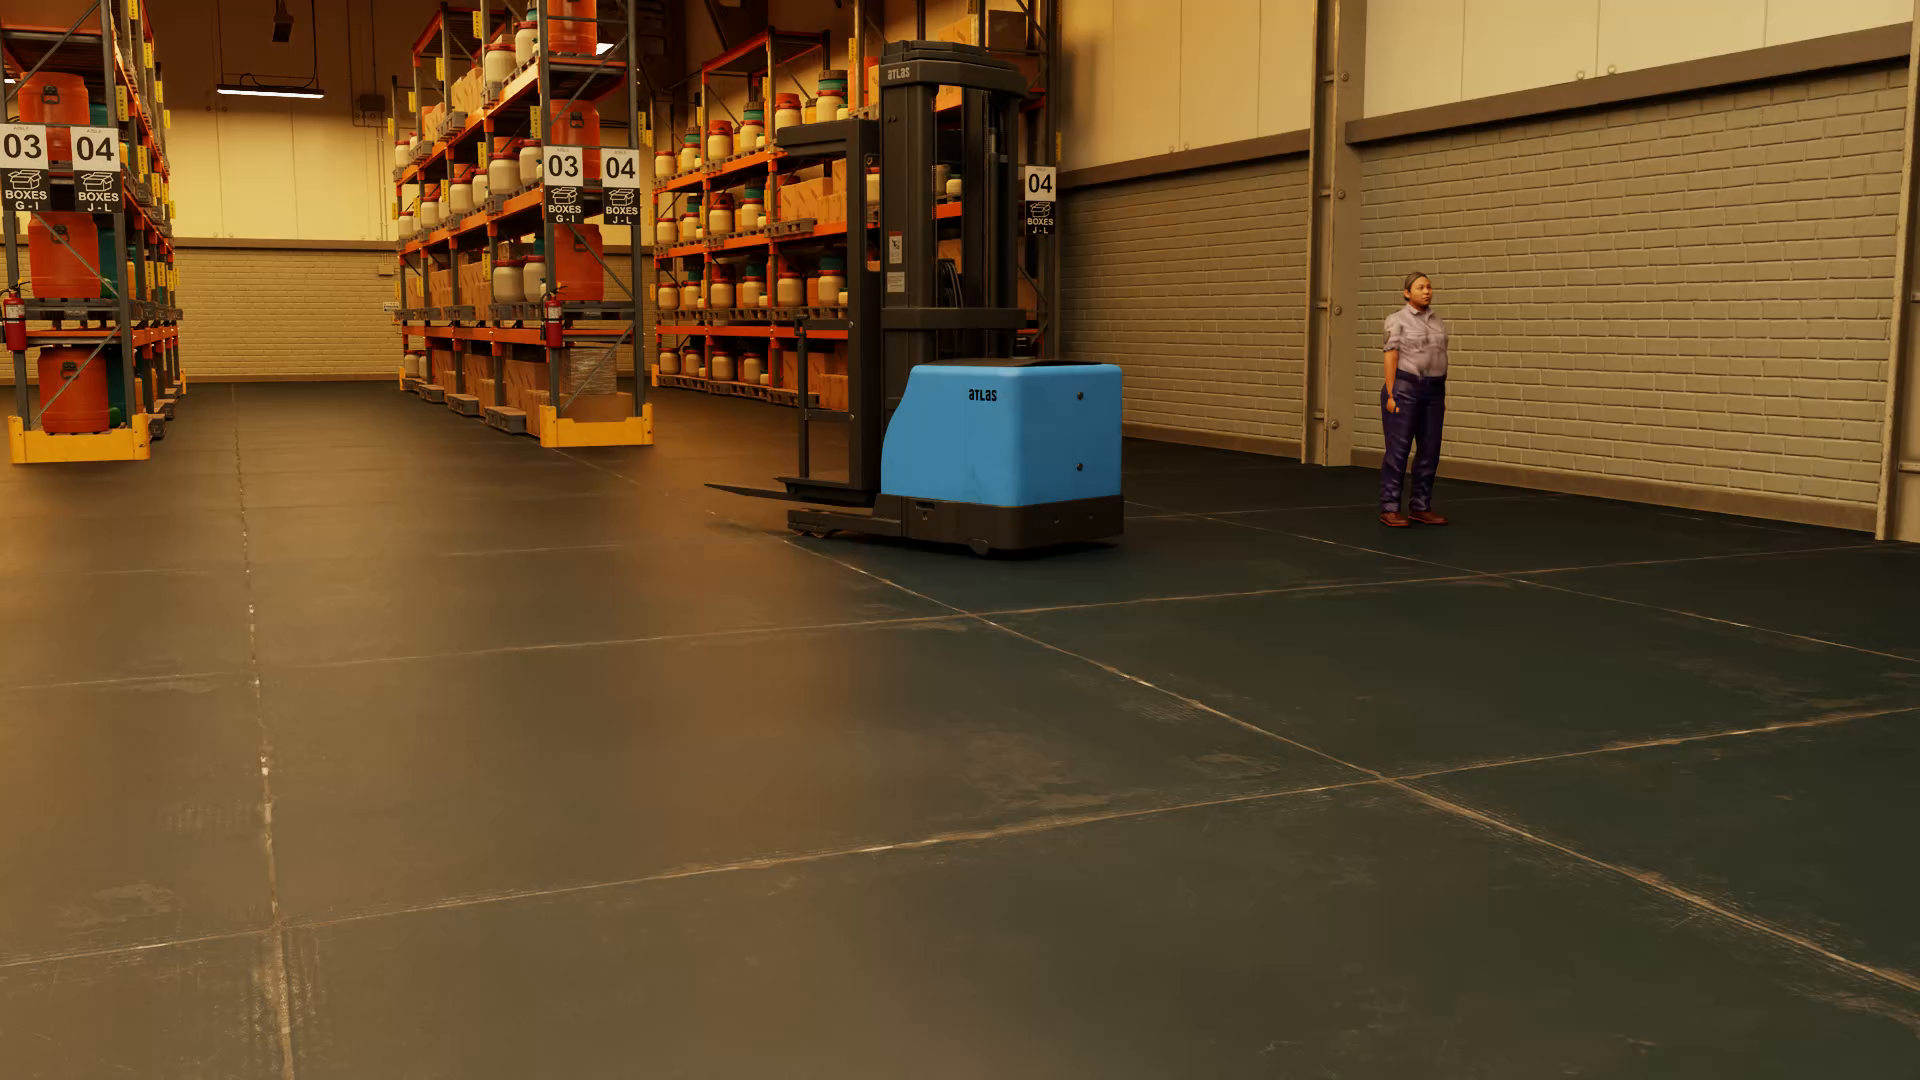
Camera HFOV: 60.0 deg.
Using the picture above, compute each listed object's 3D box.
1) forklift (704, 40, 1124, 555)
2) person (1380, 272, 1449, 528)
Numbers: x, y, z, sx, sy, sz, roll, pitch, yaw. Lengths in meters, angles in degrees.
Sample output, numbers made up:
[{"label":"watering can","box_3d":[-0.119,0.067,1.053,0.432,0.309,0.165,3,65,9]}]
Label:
[{"label":"forklift","box_3d":[-0.436,-1.509,10.383,3.031,2.935,1.130,7,10,44]},{"label":"person","box_3d":[2.976,-0.921,10.869,0.476,1.650,0.364,-4,8,-25]}]
